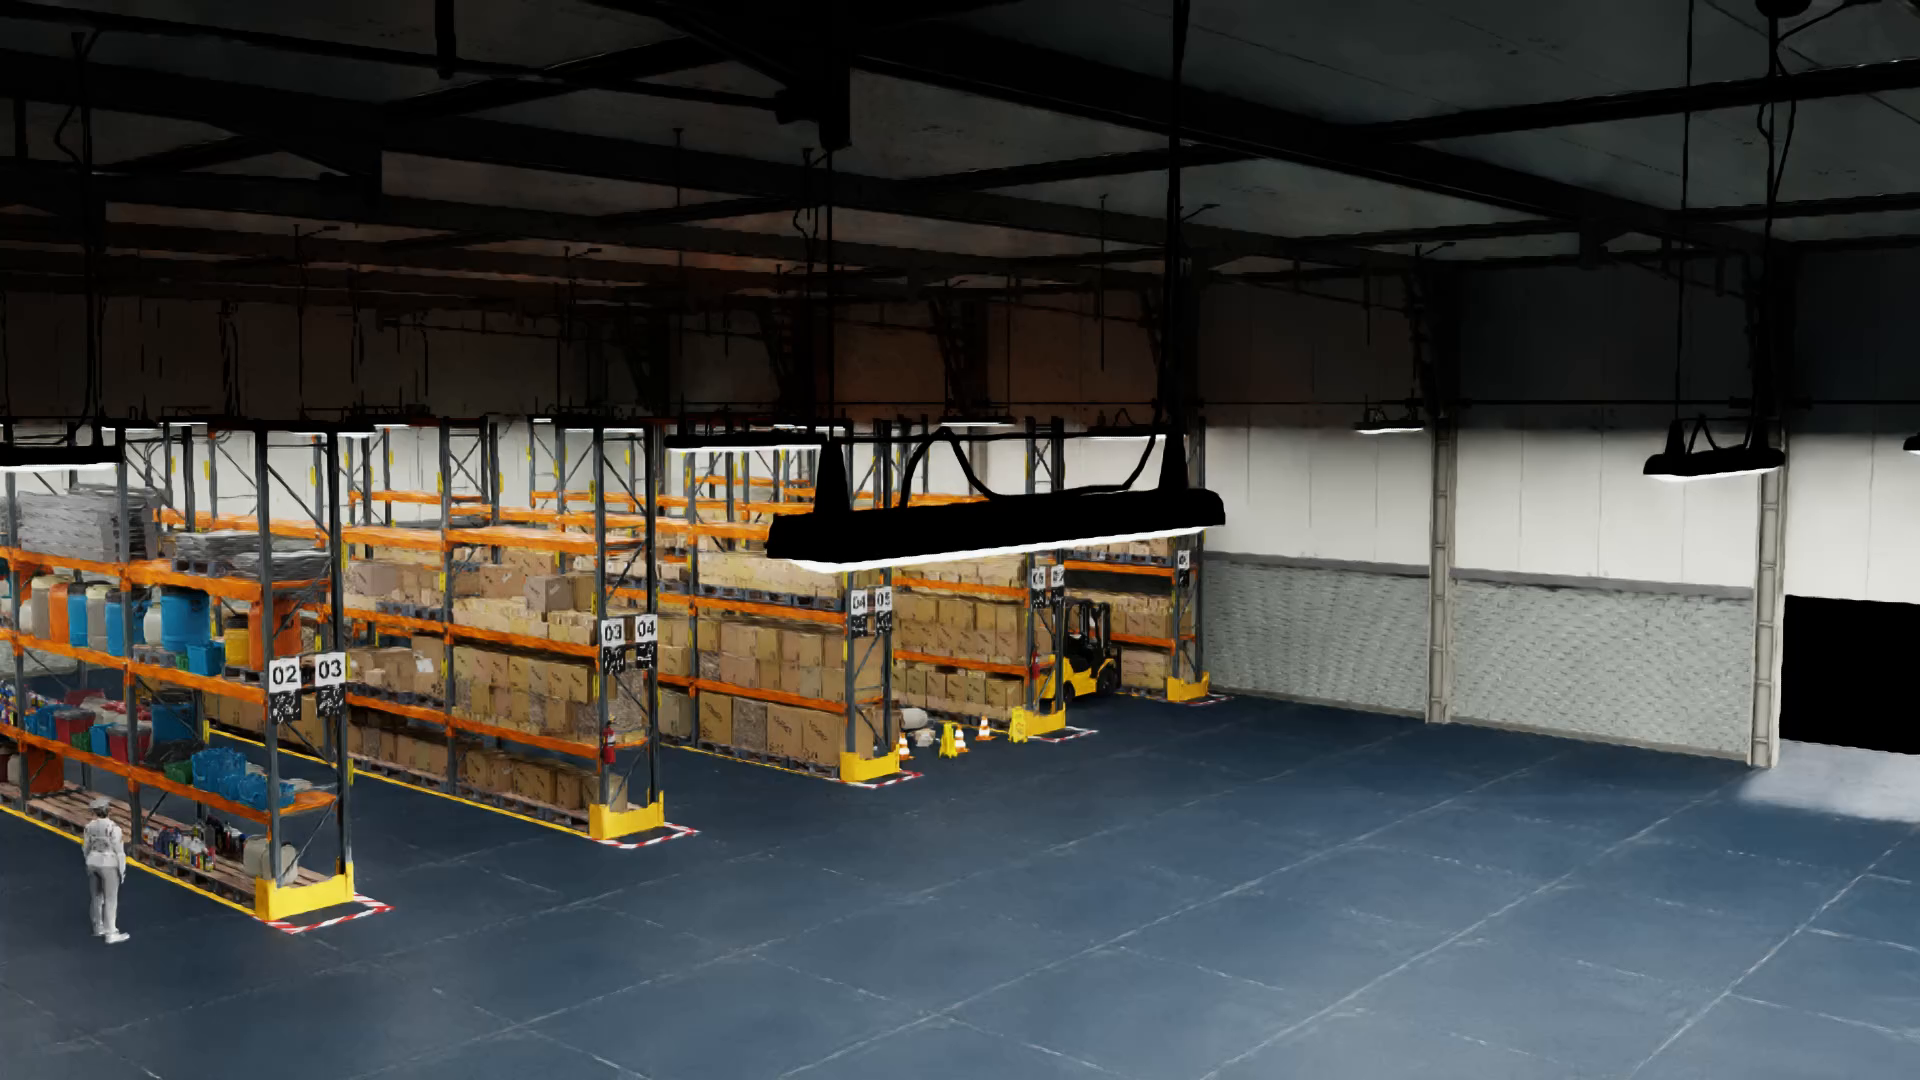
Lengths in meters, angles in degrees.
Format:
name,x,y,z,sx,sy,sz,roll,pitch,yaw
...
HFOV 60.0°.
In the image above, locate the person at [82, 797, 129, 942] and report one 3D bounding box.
name,x,y,z,sx,sy,sz,roll,pitch,yaw
person,-10.033,3.857,19.550,0.537,1.677,0.416,1,5,11
